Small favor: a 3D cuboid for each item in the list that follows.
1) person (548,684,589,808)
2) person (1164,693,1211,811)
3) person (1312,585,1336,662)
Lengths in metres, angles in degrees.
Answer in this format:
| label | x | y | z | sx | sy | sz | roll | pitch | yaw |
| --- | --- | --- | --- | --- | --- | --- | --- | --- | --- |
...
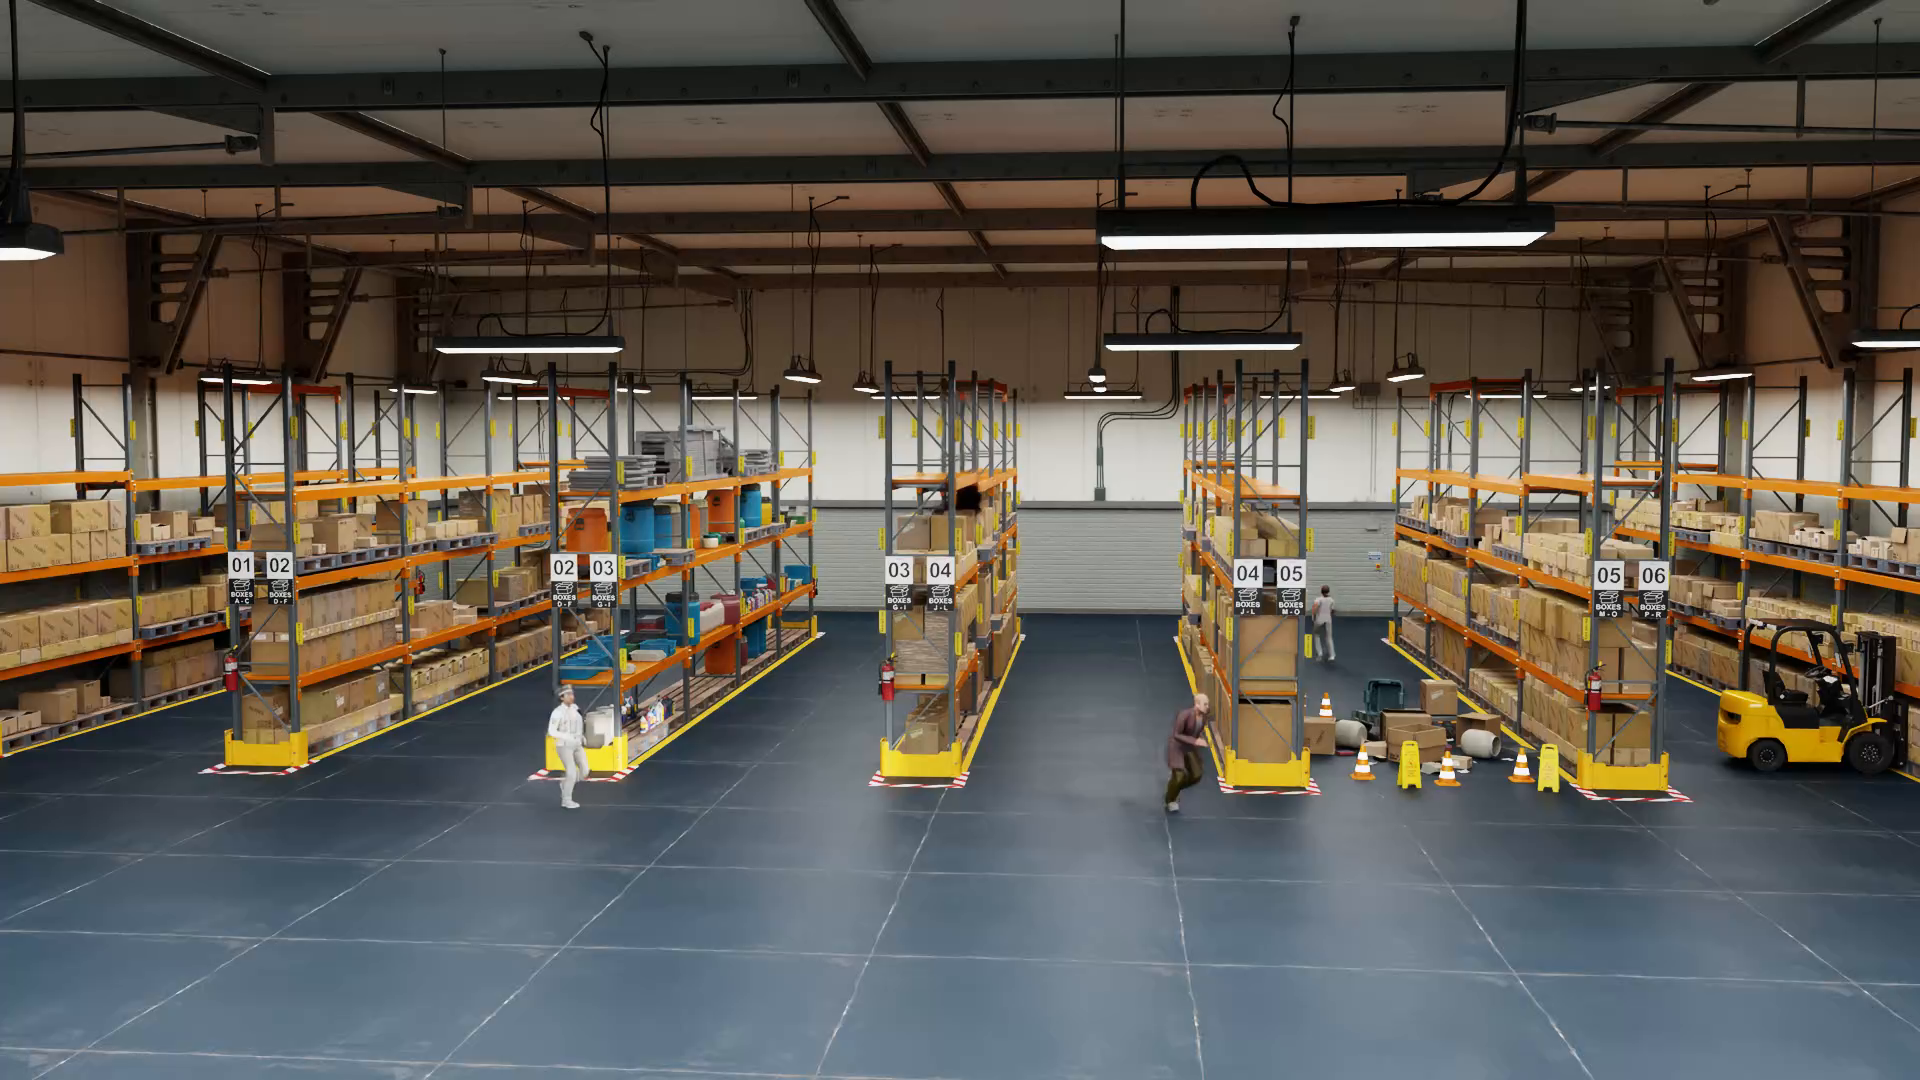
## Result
| label | x | y | z | sx | sy | sz | roll | pitch | yaw |
| --- | --- | --- | --- | --- | --- | --- | --- | --- | --- |
| person | -5.142 | 2.726 | 22.025 | 0.517 | 1.650 | 0.610 | 2 | 4 | 33 |
| person | 3.023 | 2.770 | 21.764 | 0.738 | 1.606 | 0.904 | -3 | 5 | -37 |
| person | 7.810 | 1.819 | 35.747 | 0.571 | 1.689 | 0.865 | 0 | 4 | -2 |
